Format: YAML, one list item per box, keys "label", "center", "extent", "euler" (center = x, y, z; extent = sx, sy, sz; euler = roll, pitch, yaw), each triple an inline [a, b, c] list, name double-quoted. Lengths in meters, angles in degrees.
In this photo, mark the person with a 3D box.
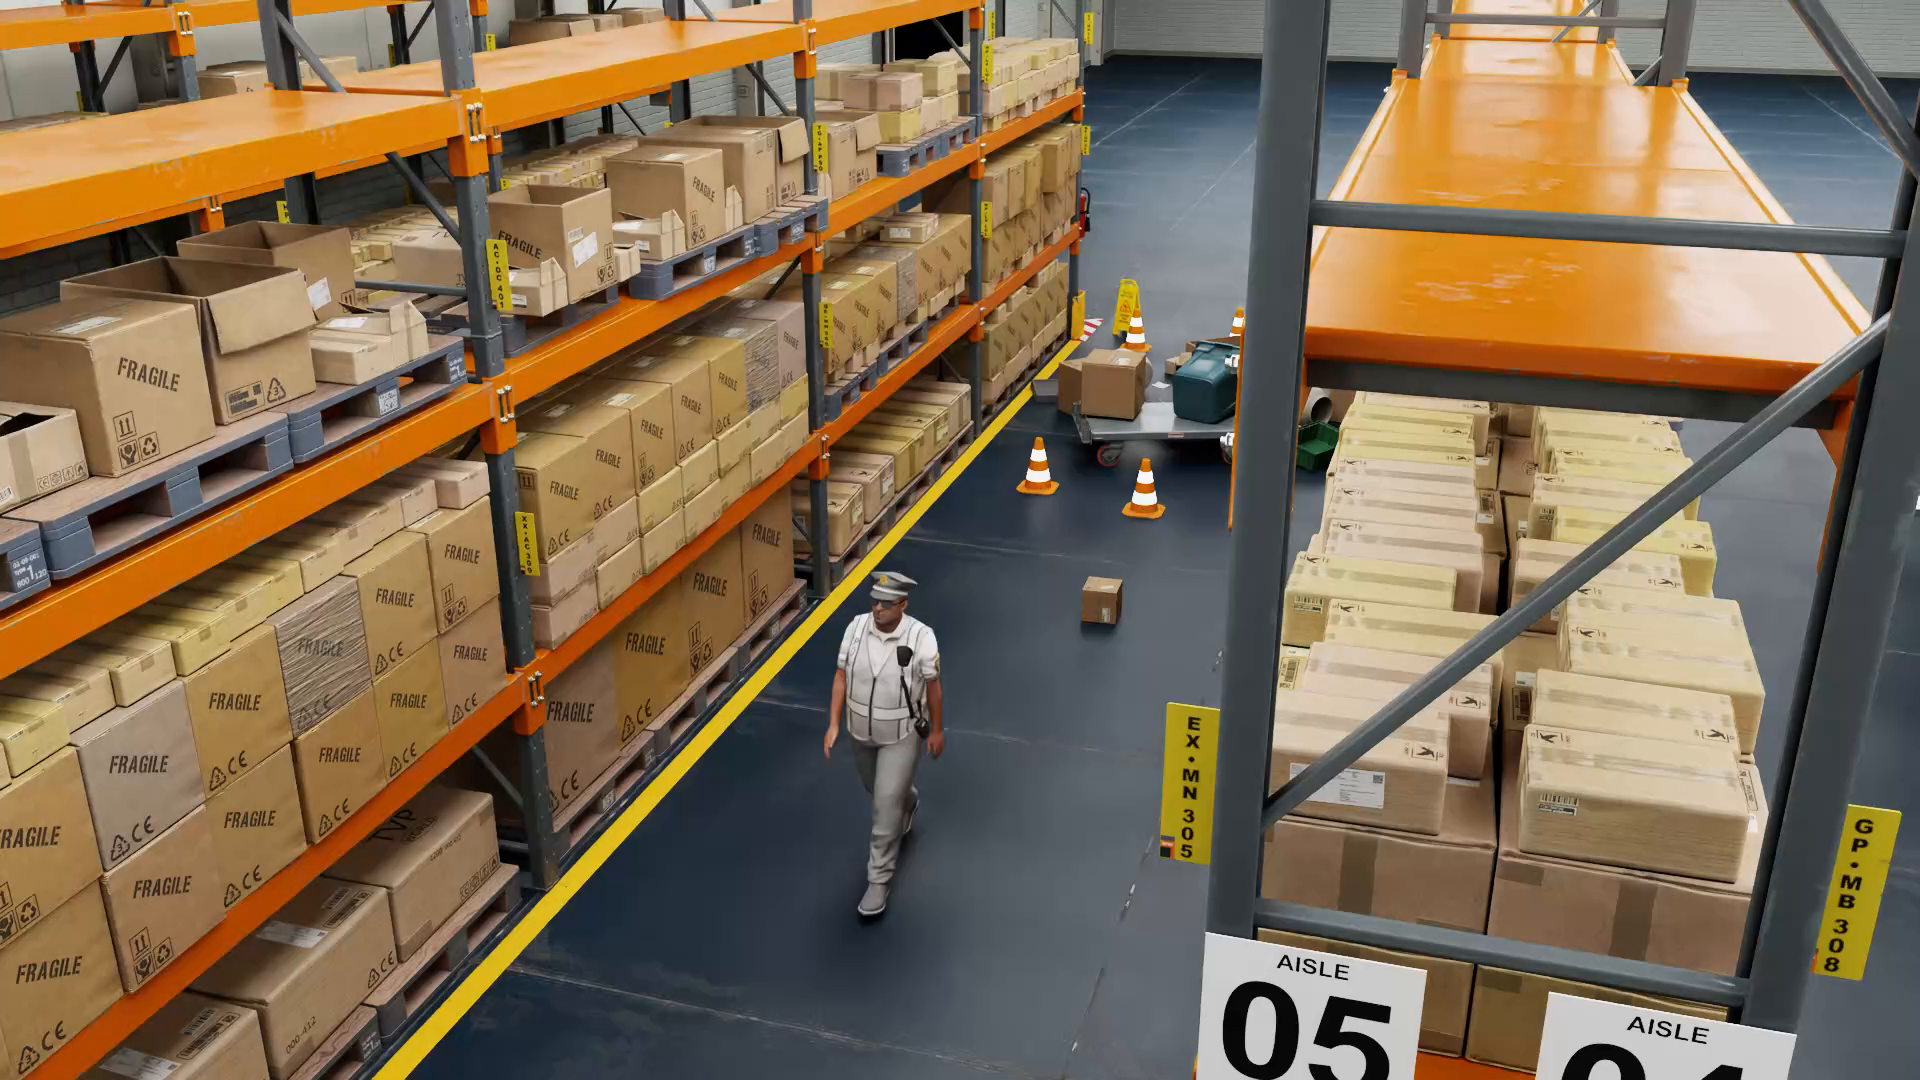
- label: "person"
  center: [-0.404, 0.962, 8.662]
  extent: [0.557, 1.729, 0.997]
  euler: [9, 24, 22]
